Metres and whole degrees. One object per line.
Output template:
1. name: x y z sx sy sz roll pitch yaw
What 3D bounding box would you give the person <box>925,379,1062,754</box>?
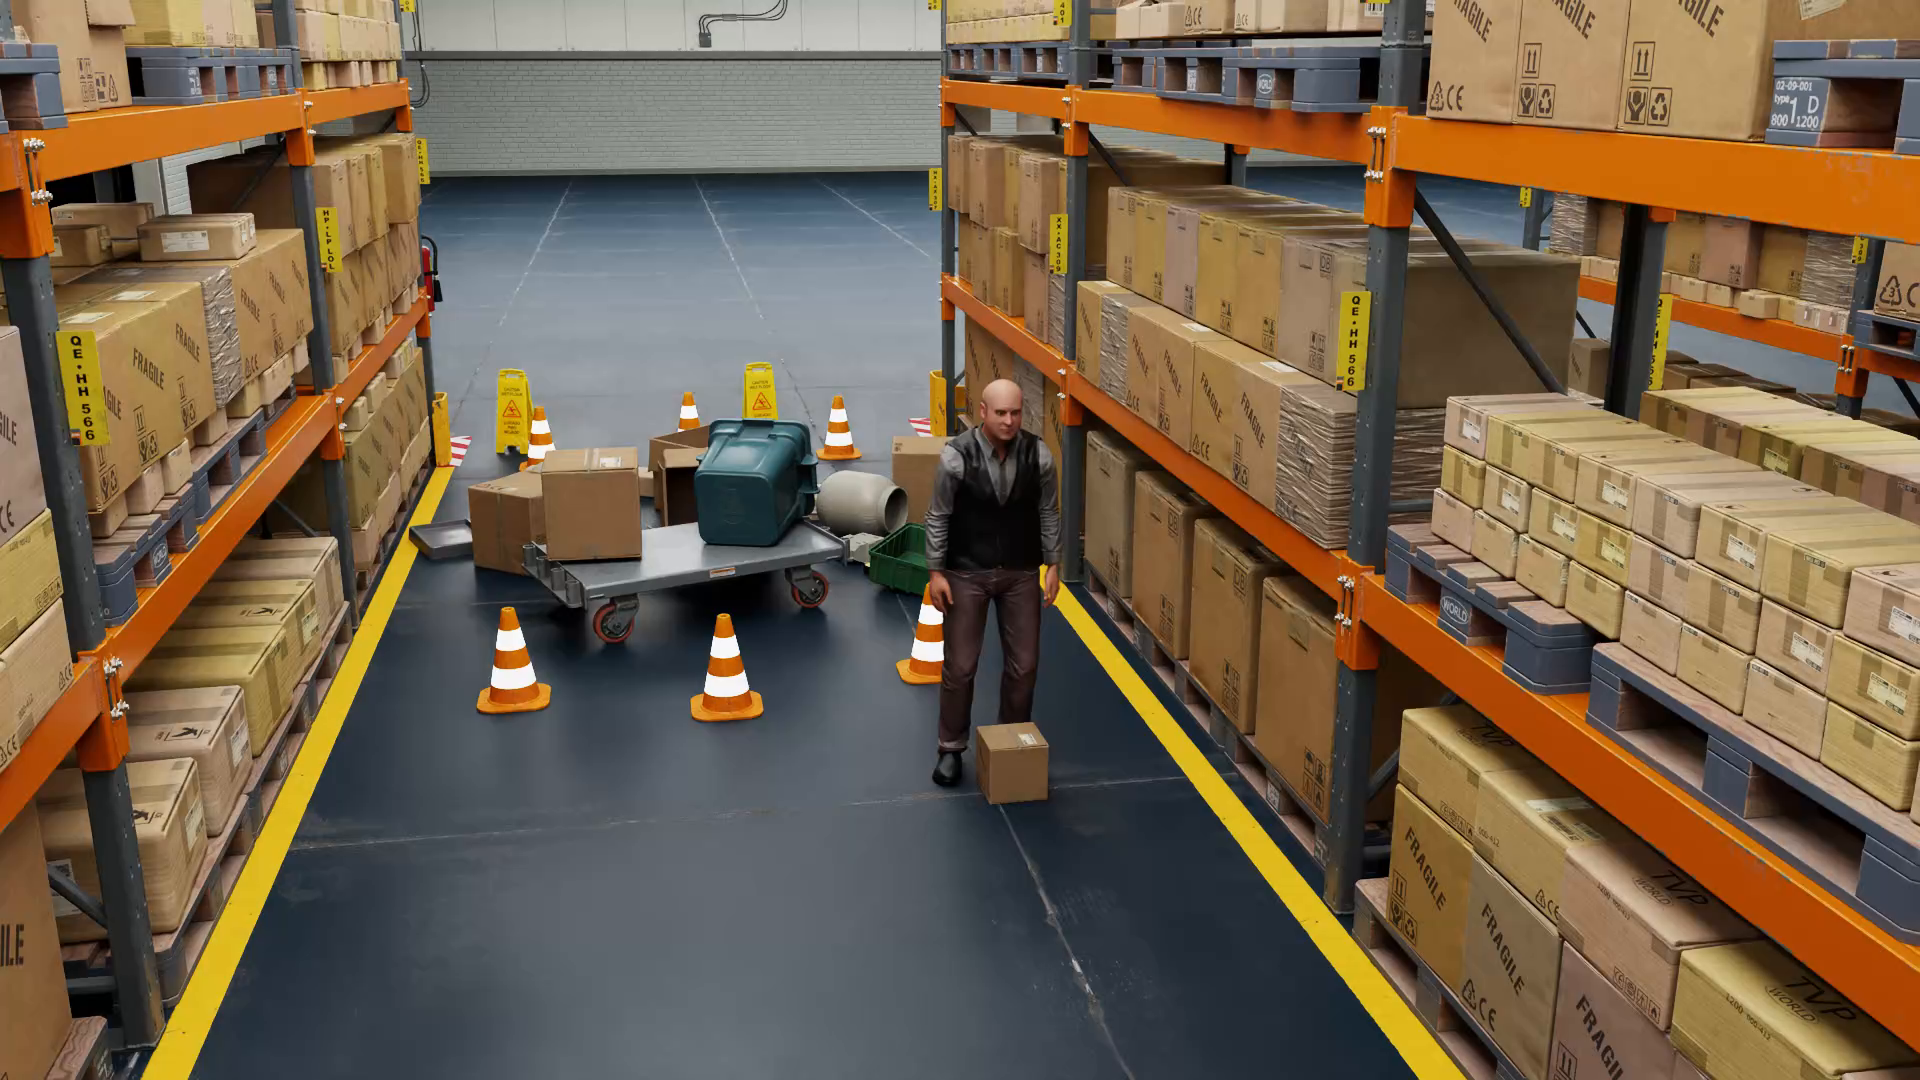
1. person: 0.140 0.177 7.051 0.587 1.562 0.412 -3 17 -11
